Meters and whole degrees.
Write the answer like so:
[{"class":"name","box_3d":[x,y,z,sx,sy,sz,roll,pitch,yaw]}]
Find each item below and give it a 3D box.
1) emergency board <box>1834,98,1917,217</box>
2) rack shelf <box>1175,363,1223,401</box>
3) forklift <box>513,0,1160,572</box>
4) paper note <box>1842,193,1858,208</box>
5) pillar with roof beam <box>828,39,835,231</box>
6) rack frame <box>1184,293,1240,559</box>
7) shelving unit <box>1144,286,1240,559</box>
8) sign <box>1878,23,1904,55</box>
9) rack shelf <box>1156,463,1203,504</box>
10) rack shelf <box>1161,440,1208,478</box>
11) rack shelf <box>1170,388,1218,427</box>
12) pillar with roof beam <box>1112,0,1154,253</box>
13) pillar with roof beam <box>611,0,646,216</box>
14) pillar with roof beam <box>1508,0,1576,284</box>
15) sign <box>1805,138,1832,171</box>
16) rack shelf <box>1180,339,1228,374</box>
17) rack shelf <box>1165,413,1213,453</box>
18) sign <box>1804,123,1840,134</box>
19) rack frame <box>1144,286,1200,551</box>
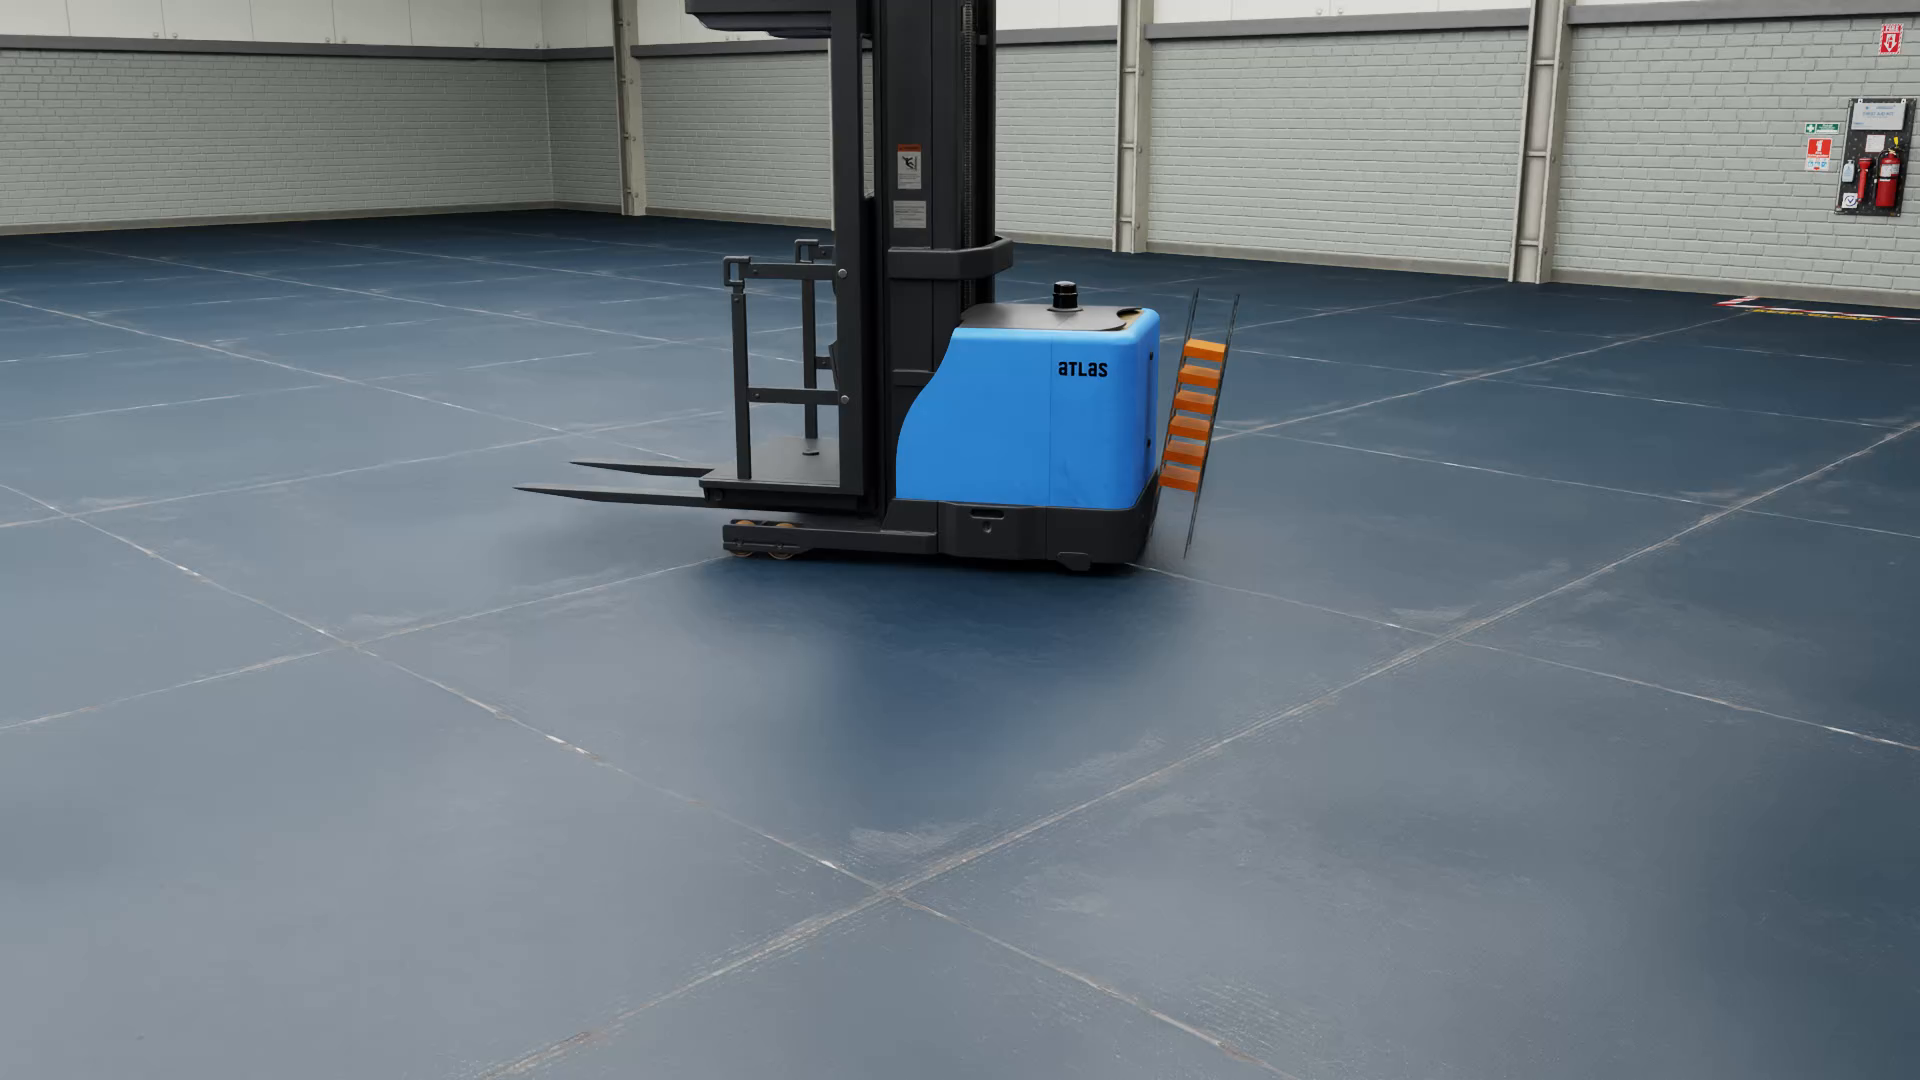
[{"class":"emergency board","box_3d":[9.304,-3.900,16.952,0.643,1.169,0.194,14,20,42]},{"class":"rack shelf","box_3d":[1.082,-0.717,7.504,0.180,0.103,0.258,12,17,10]},{"class":"forklift","box_3d":[-0.611,-1.454,7.699,3.031,2.935,1.130,3,15,13]},{"class":"paper note","box_3d":[9.225,-3.517,17.230,0.142,0.148,0.016,14,20,42]},{"class":"pillar with roof beam","box_3d":[-4.889,-8.733,23.600,0.400,9.000,9.100,14,20,42]},{"class":"rack frame","box_3d":[1.141,-0.513,7.543,0.006,1.200,0.240,12,17,10]},{"class":"shelving unit","box_3d":[1.053,-0.531,7.559,0.189,1.200,0.258,12,17,10]},{"class":"sign","box_3d":[9.367,-5.041,16.734,0.199,0.298,0.001,14,20,42]},{"class":"rack shelf","box_3d":[1.011,-0.262,7.640,0.180,0.103,0.258,12,17,10]},{"class":"rack shelf","box_3d":[1.029,-0.375,7.606,0.180,0.103,0.258,12,17,10]},{"class":"rack shelf","box_3d":[1.064,-0.603,7.538,0.180,0.103,0.258,12,17,10]},{"class":"pillar with roof beam","box_3d":[-0.570,-7.683,19.570,0.400,9.000,9.100,14,20,42]},{"class":"pillar with roof beam","box_3d":[-9.208,-9.783,27.630,0.400,9.000,9.100,14,20,42]},{"class":"pillar with roof beam","box_3d":[3.749,-6.633,15.540,0.400,9.000,9.100,14,20,42]},{"class":"sign","box_3d":[8.978,-4.033,17.390,0.234,0.329,0.001,14,20,42]},{"class":"rack shelf","box_3d":[1.099,-0.830,7.470,0.180,0.103,0.258,12,17,10]},{"class":"rack shelf","box_3d":[1.046,-0.489,7.572,0.180,0.103,0.258,12,17,10]},{"class":"sign","box_3d":[8.975,-4.287,17.314,0.331,0.109,0.001,14,20,42]},{"class":"rack frame","box_3d":[0.965,-0.550,7.576,0.006,1.200,0.240,12,17,10]}]
